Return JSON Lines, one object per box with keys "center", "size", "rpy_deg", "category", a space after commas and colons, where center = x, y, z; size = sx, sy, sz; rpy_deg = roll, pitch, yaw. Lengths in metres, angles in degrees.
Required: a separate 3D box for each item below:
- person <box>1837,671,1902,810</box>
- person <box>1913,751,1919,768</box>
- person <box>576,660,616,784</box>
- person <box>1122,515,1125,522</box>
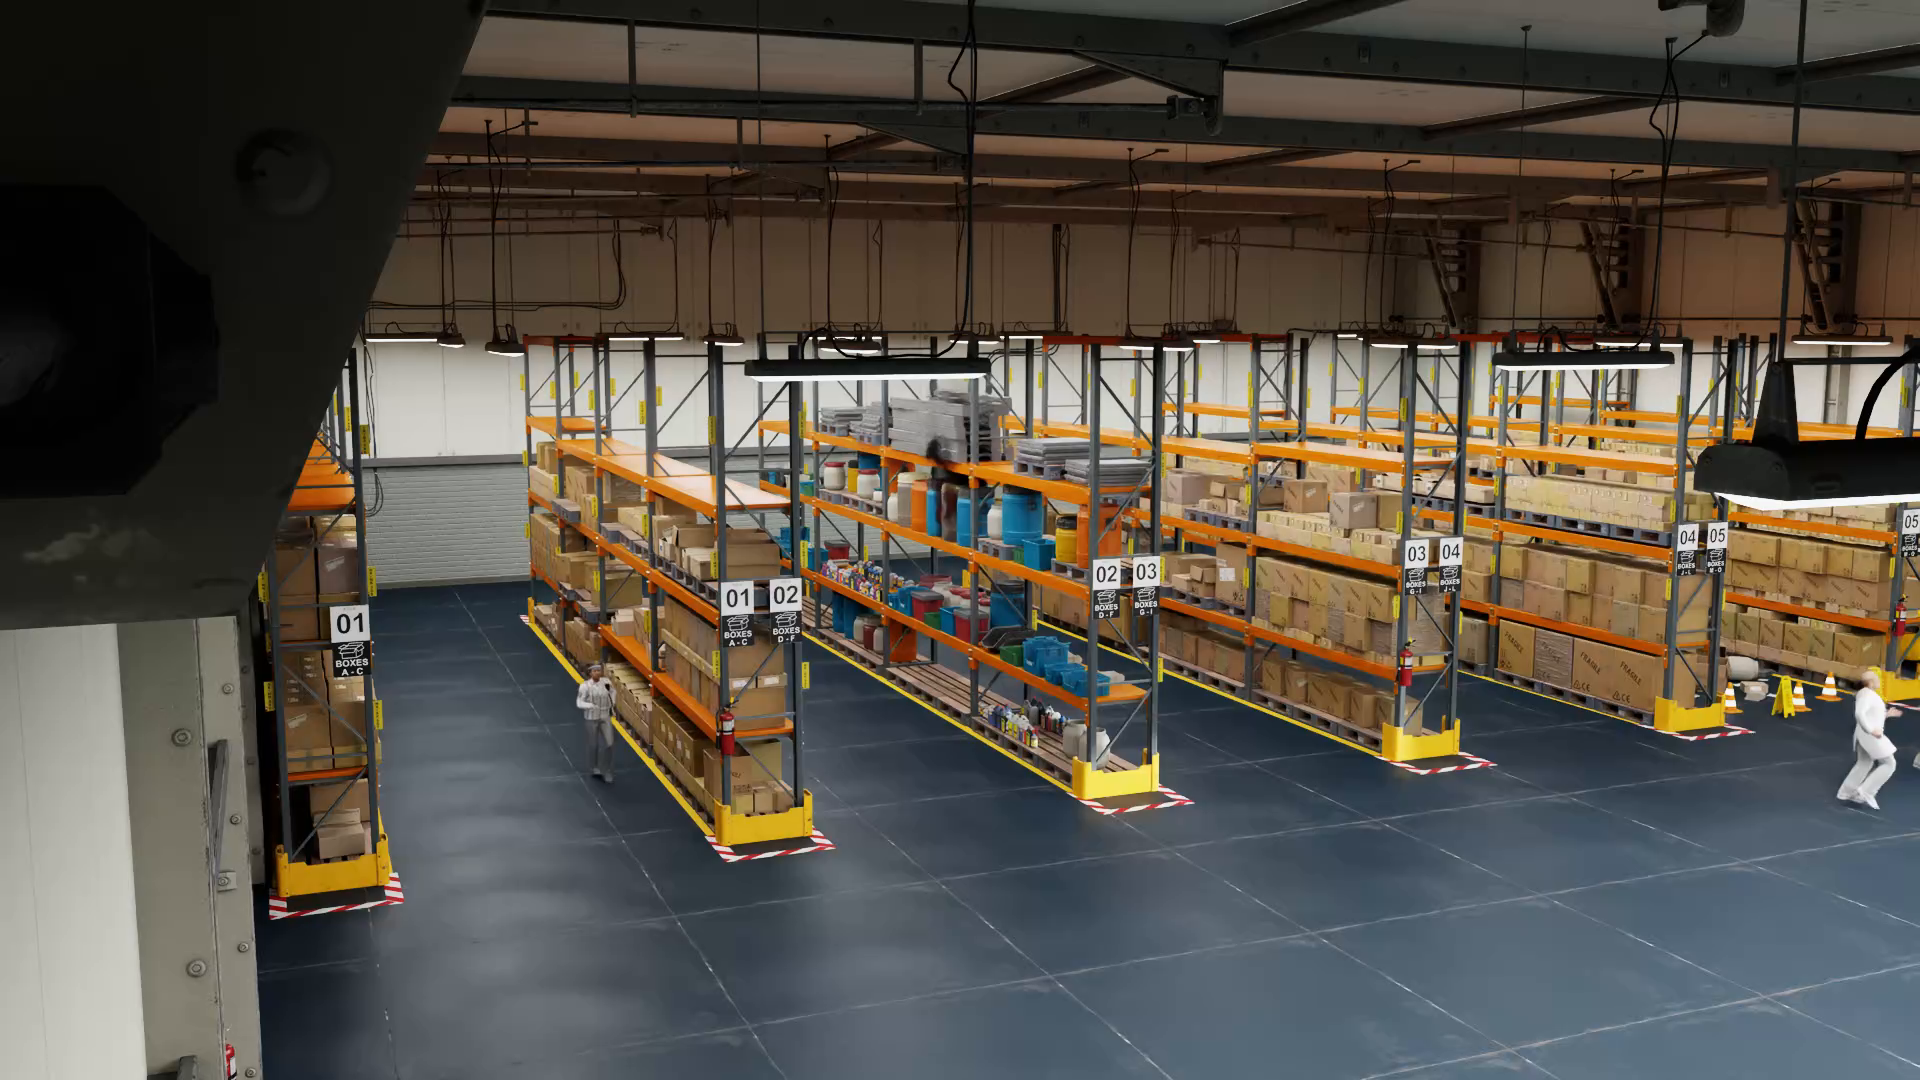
{"center": [11.853, 2.602, 21.597], "size": [0.737, 1.808, 0.685], "rpy_deg": [1, 8, 11], "category": "person"}
{"center": [13.746, 2.388, 23.237], "size": [0.644, 1.778, 0.667], "rpy_deg": [4, 8, 26], "category": "person"}
{"center": [-4.954, 2.484, 22.786], "size": [0.590, 1.740, 0.726], "rpy_deg": [-3, 8, -23], "category": "person"}
{"center": [3.829, 0.158, 40.481], "size": [0.598, 1.594, 0.529], "rpy_deg": [4, 9, 28], "category": "person"}
